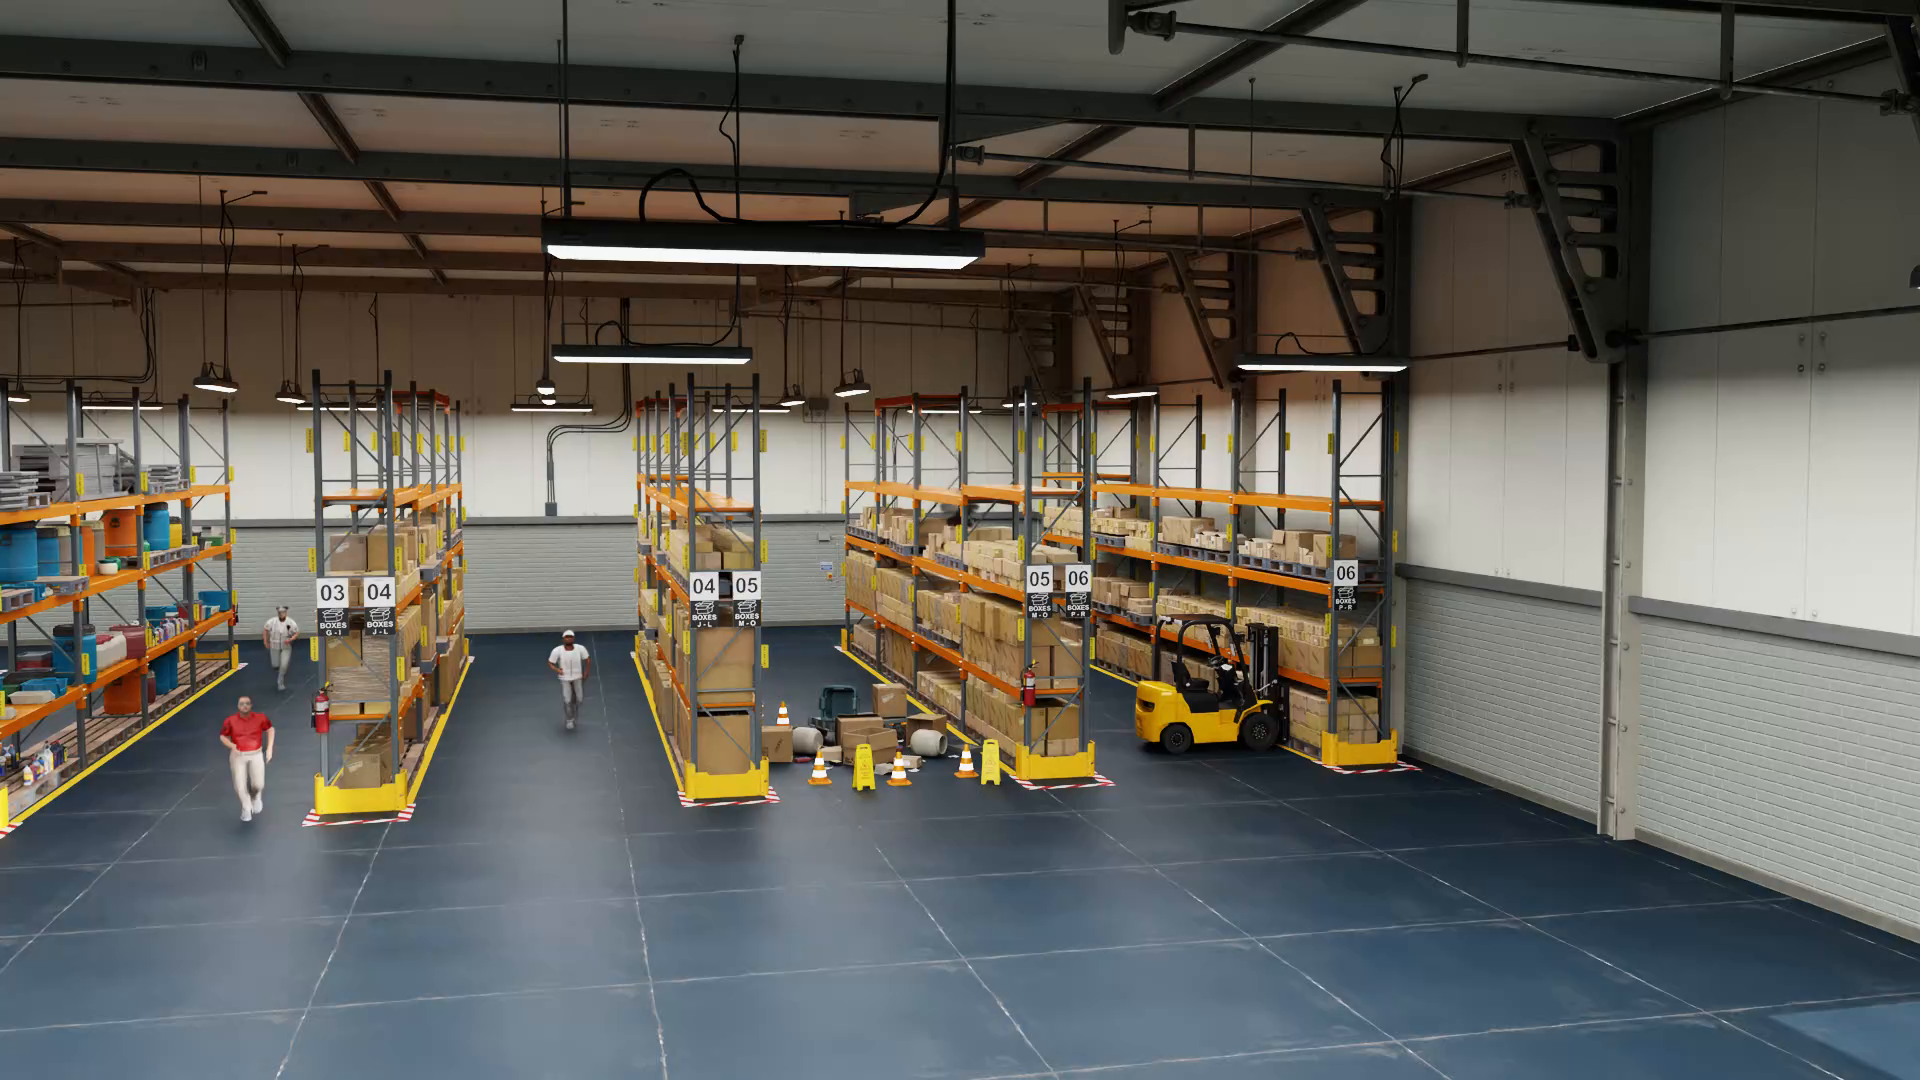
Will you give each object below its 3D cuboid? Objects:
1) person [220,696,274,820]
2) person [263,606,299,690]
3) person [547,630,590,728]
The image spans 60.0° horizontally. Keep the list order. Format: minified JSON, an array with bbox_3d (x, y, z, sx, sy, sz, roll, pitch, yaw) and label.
[{"bbox_3d":[-9.452,2.902,22.069,0.666,1.673,0.641,-1,4,-23],"label":"person"},{"bbox_3d":[-13.897,2.193,34.037,0.702,1.739,0.704,-1,3,-16],"label":"person"},{"bbox_3d":[-6.889,2.446,29.376,0.760,1.721,0.557,-1,4,-23],"label":"person"}]
